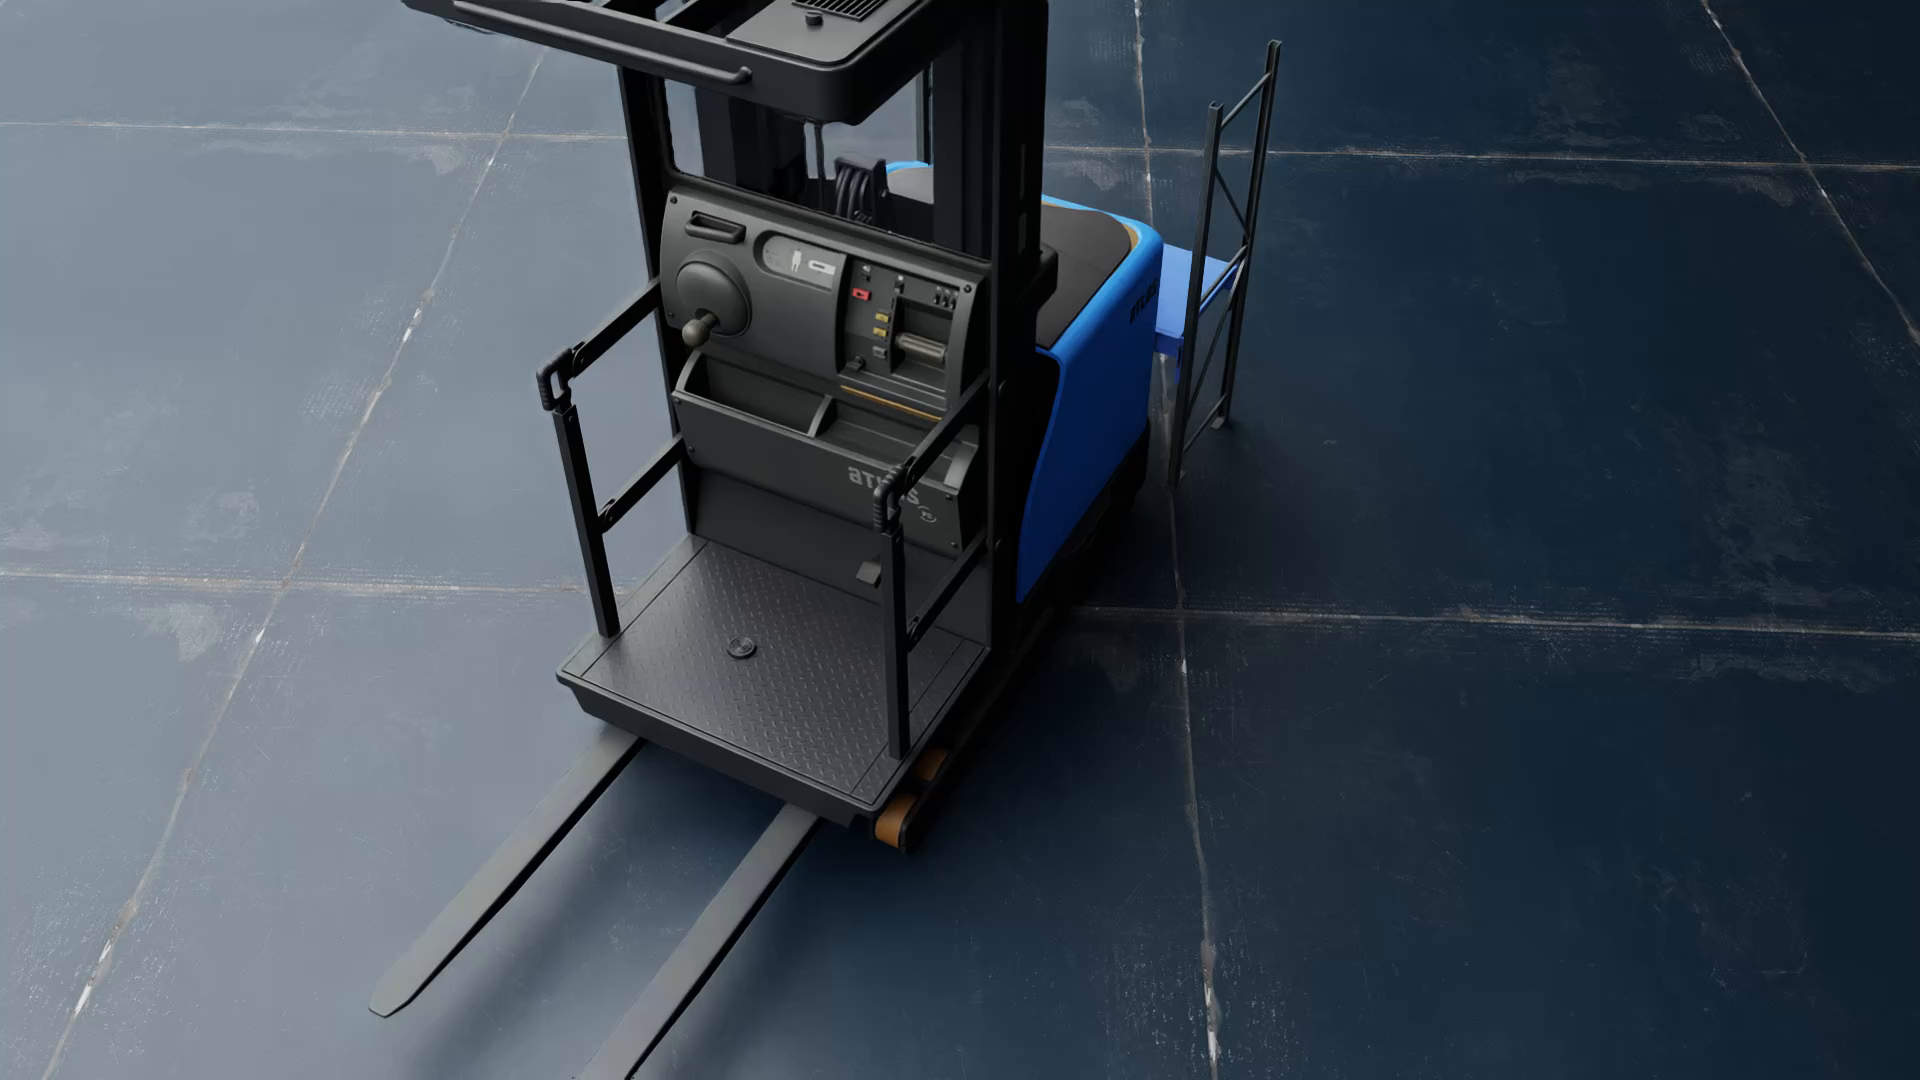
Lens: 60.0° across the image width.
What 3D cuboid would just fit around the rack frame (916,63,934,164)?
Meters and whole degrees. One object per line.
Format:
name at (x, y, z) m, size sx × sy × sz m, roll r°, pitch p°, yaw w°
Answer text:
rack frame at (-0.005, -1.224, 5.964) m, size 0.032 × 1.500 × 0.500 m, roll 22°, pitch 47°, yaw 21°

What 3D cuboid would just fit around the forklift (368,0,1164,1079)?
forklift at (-0.479, -0.541, 4.181) m, size 1.130 × 2.935 × 3.031 m, roll 20°, pitch 47°, yaw 20°

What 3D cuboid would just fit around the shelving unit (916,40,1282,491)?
shelving unit at (0.435, -1.051, 5.778) m, size 1.048 × 1.500 × 0.538 m, roll 22°, pitch 47°, yaw 21°

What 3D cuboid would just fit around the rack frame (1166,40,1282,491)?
rack frame at (0.875, -0.877, 5.592) m, size 0.032 × 1.500 × 0.500 m, roll 22°, pitch 47°, yaw 21°

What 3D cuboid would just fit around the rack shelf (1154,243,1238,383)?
rack shelf at (0.435, -0.919, 5.900) m, size 1.000 × 0.185 × 0.538 m, roll 22°, pitch 47°, yaw 21°
